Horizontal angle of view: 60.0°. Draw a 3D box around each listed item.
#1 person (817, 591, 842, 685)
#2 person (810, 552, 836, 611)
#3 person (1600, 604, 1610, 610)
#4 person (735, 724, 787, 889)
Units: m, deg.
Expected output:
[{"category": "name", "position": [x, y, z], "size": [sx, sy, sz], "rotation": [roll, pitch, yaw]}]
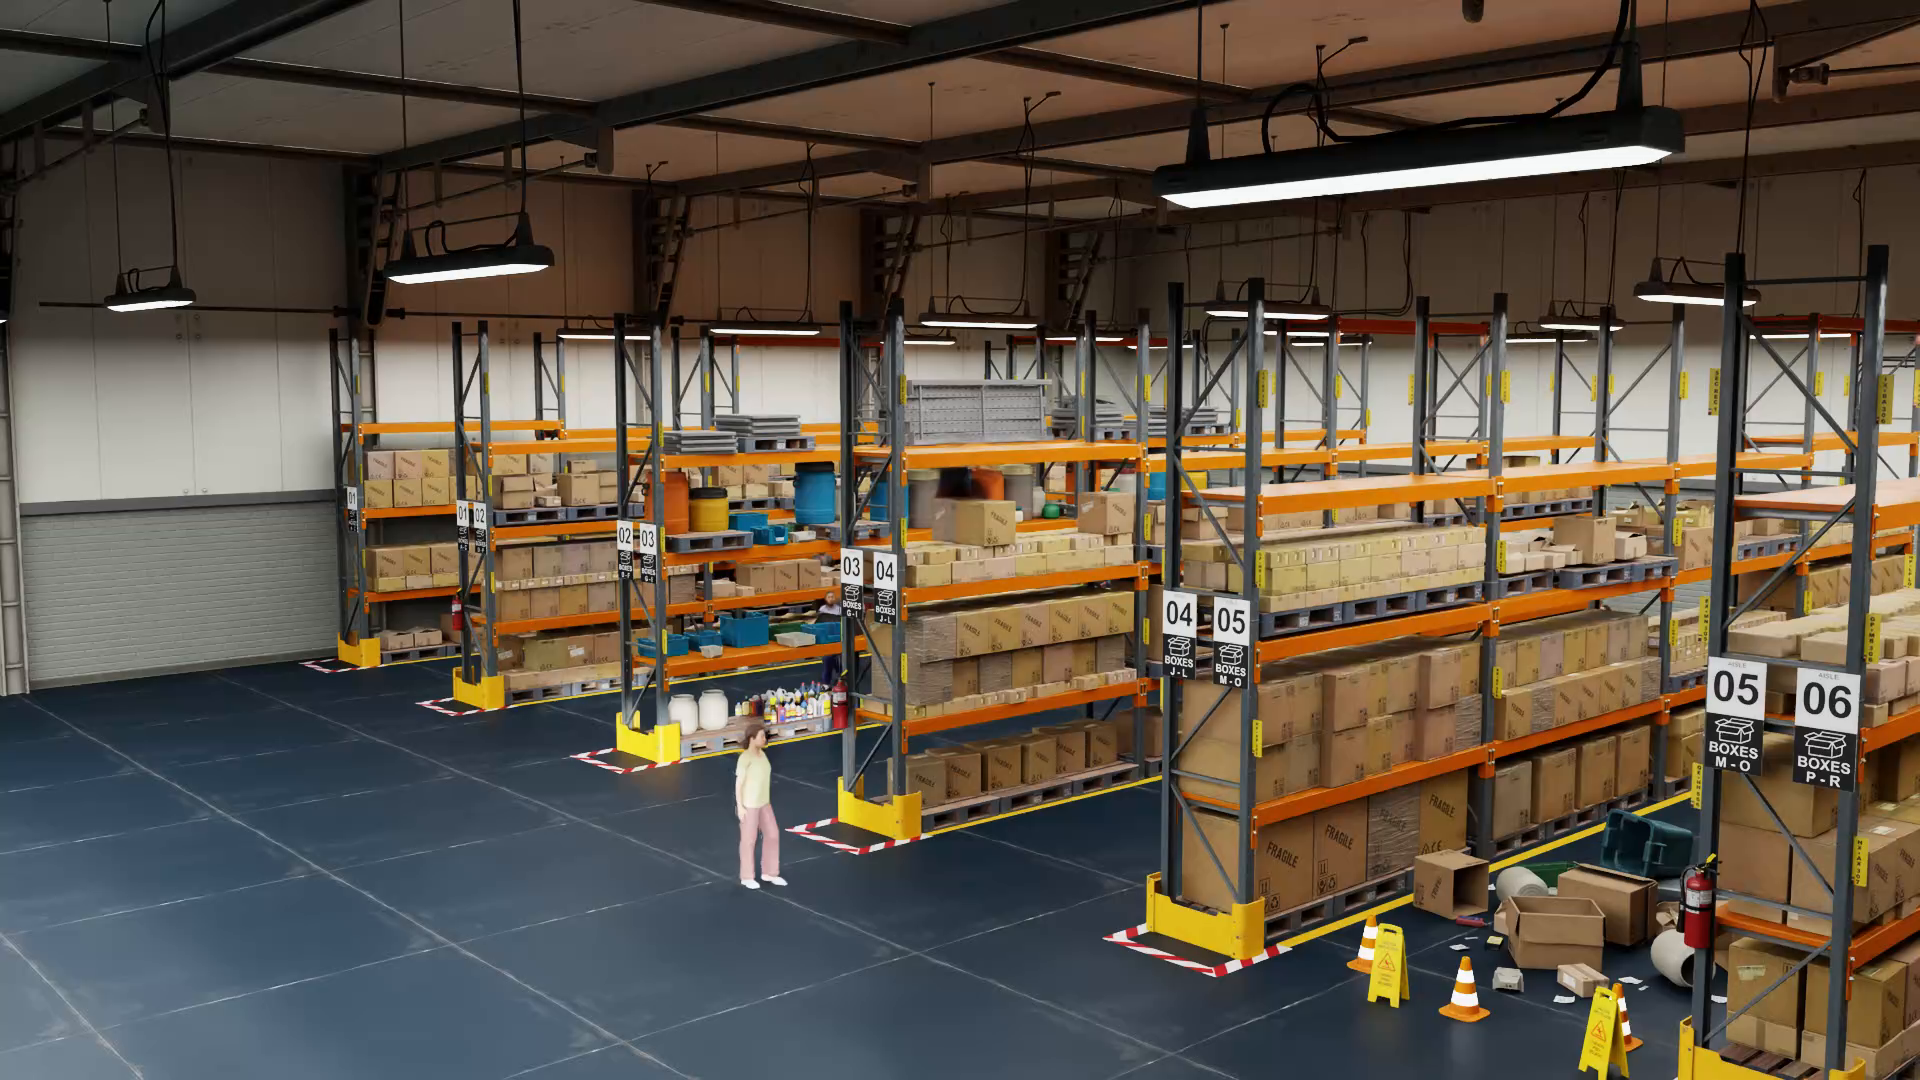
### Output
[{"category": "person", "position": [-2.154, 1.638, 27.635], "size": [0.451, 1.599, 0.923], "rotation": [4, 7, 38]}, {"category": "person", "position": [-2.759, 0.933, 33.872], "size": [0.606, 1.780, 0.510], "rotation": [-4, 7, -36]}, {"category": "person", "position": [9.984, 1.804, 25.880], "size": [0.477, 1.621, 1.064], "rotation": [5, 8, 44]}, {"category": "person", "position": [-2.055, 2.703, 16.788], "size": [0.426, 1.701, 0.554], "rotation": [3, 7, 30]}]
